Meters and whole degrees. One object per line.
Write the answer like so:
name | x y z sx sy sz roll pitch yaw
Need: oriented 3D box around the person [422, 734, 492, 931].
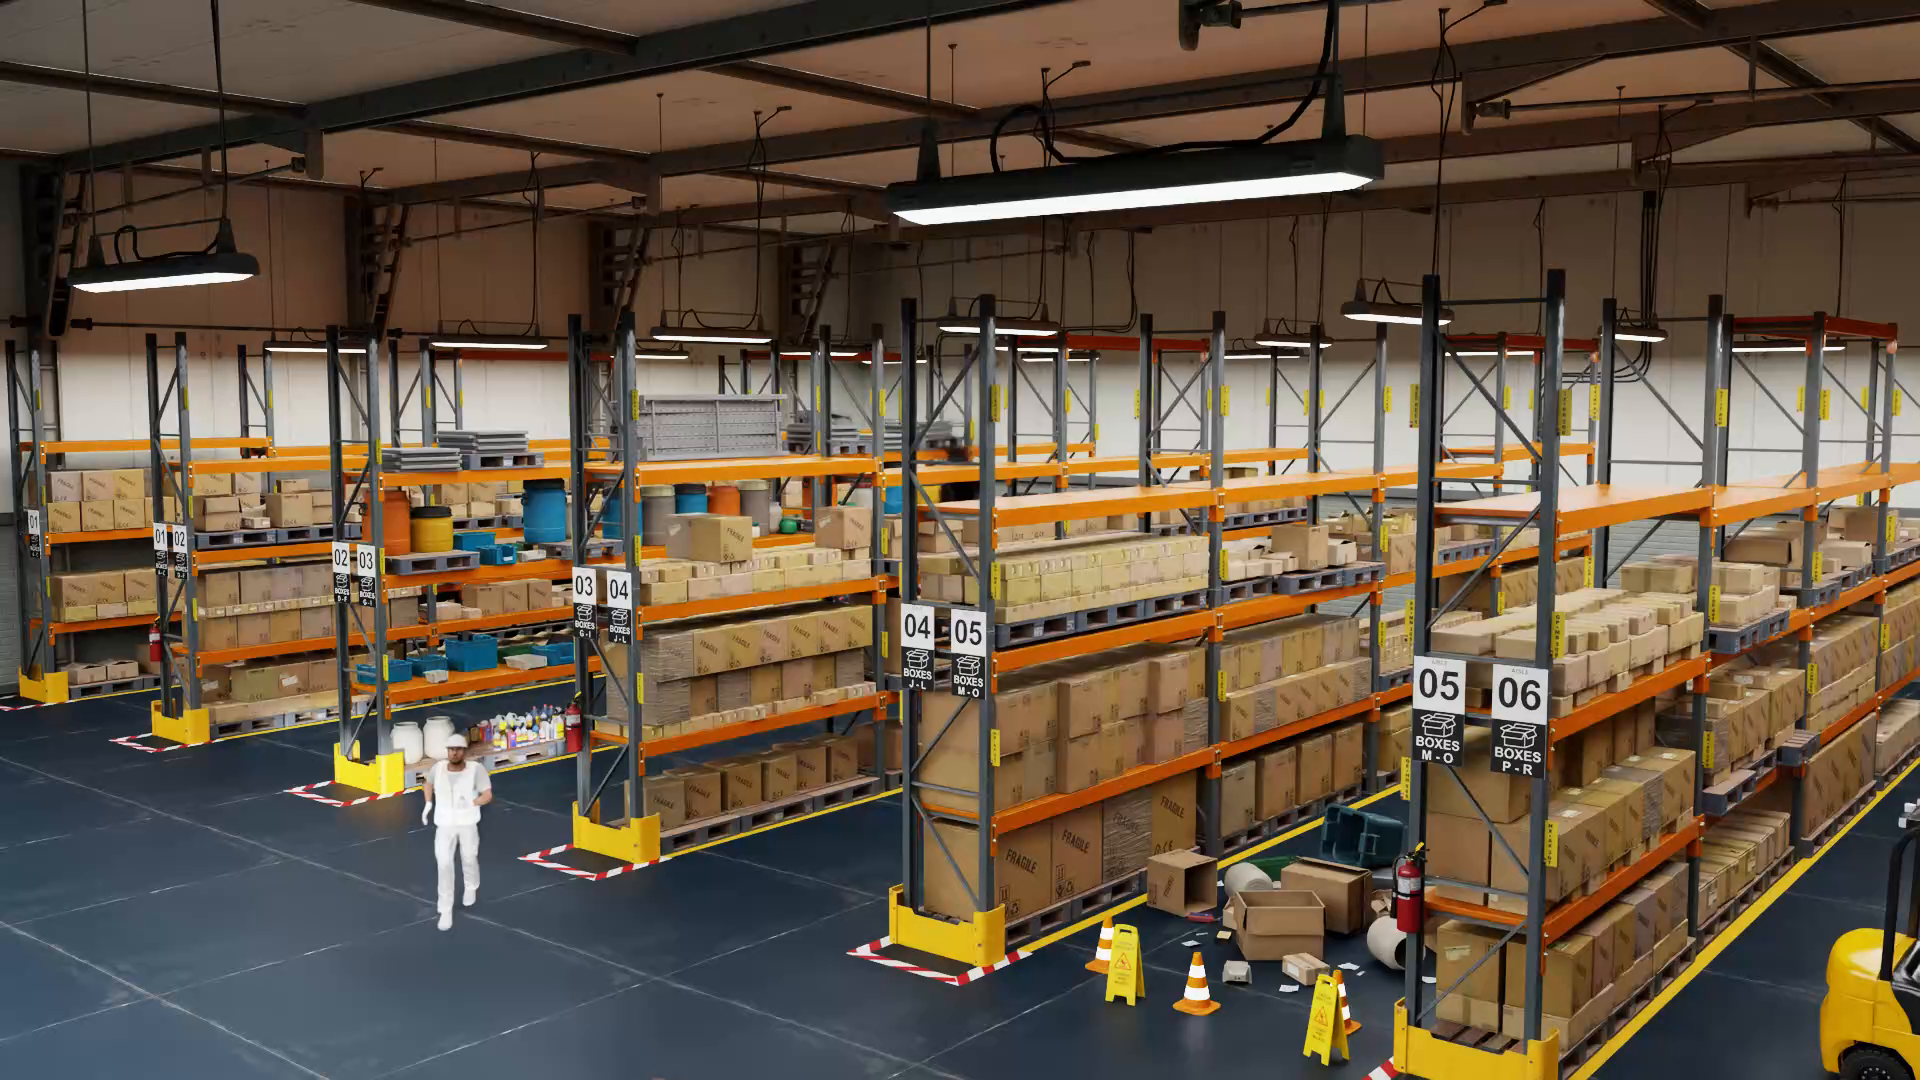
person | -4.909 2.791 16.257 0.679 1.810 0.914 -1 5 -10

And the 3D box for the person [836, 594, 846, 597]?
person | -2.172 1.321 32.977 0.668 1.835 0.907 3 6 32
